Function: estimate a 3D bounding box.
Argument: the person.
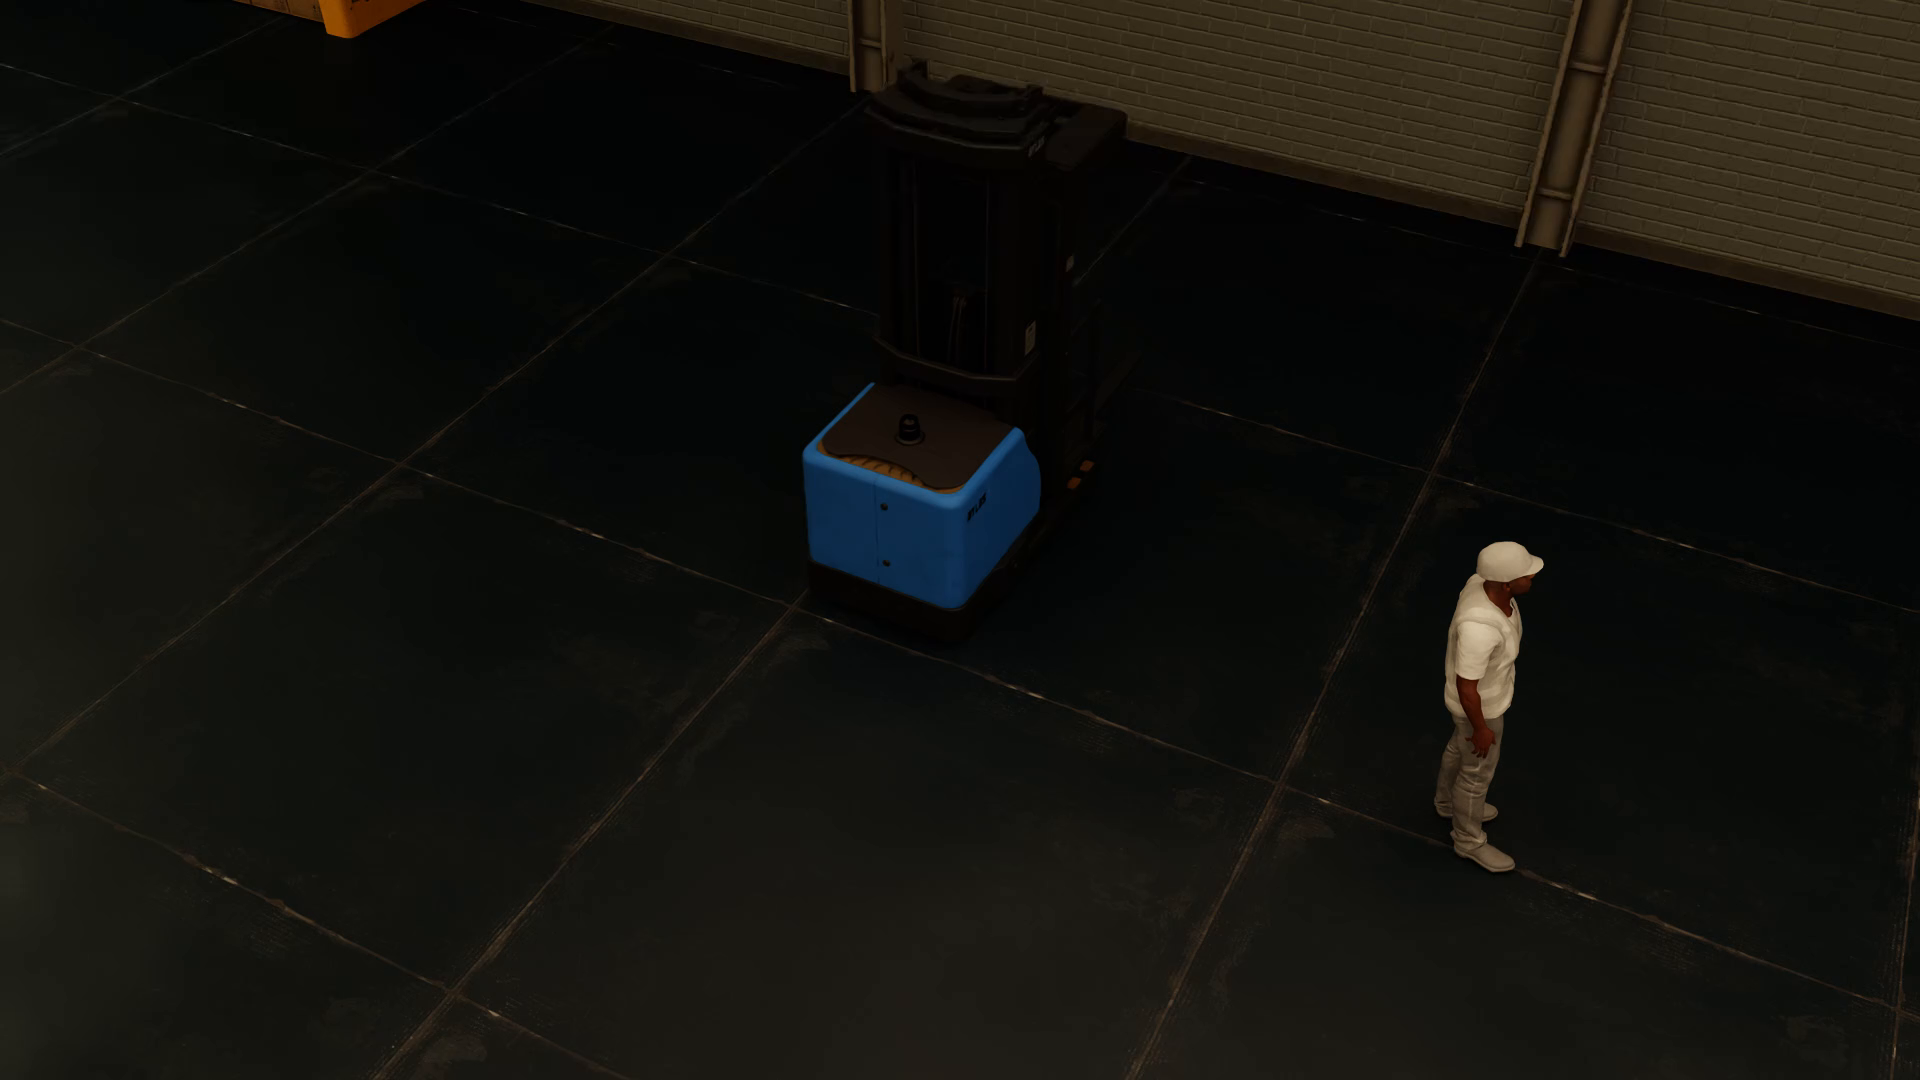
[{"bbox_3d":[2.574,0.751,7.987,0.577,1.765,0.665,13,42,14],"label":"person"}]

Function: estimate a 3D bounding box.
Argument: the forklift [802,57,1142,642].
[{"bbox_3d":[0.244,-1.483,9.747,1.130,2.935,3.031,19,44,21],"label":"forklift"}]
